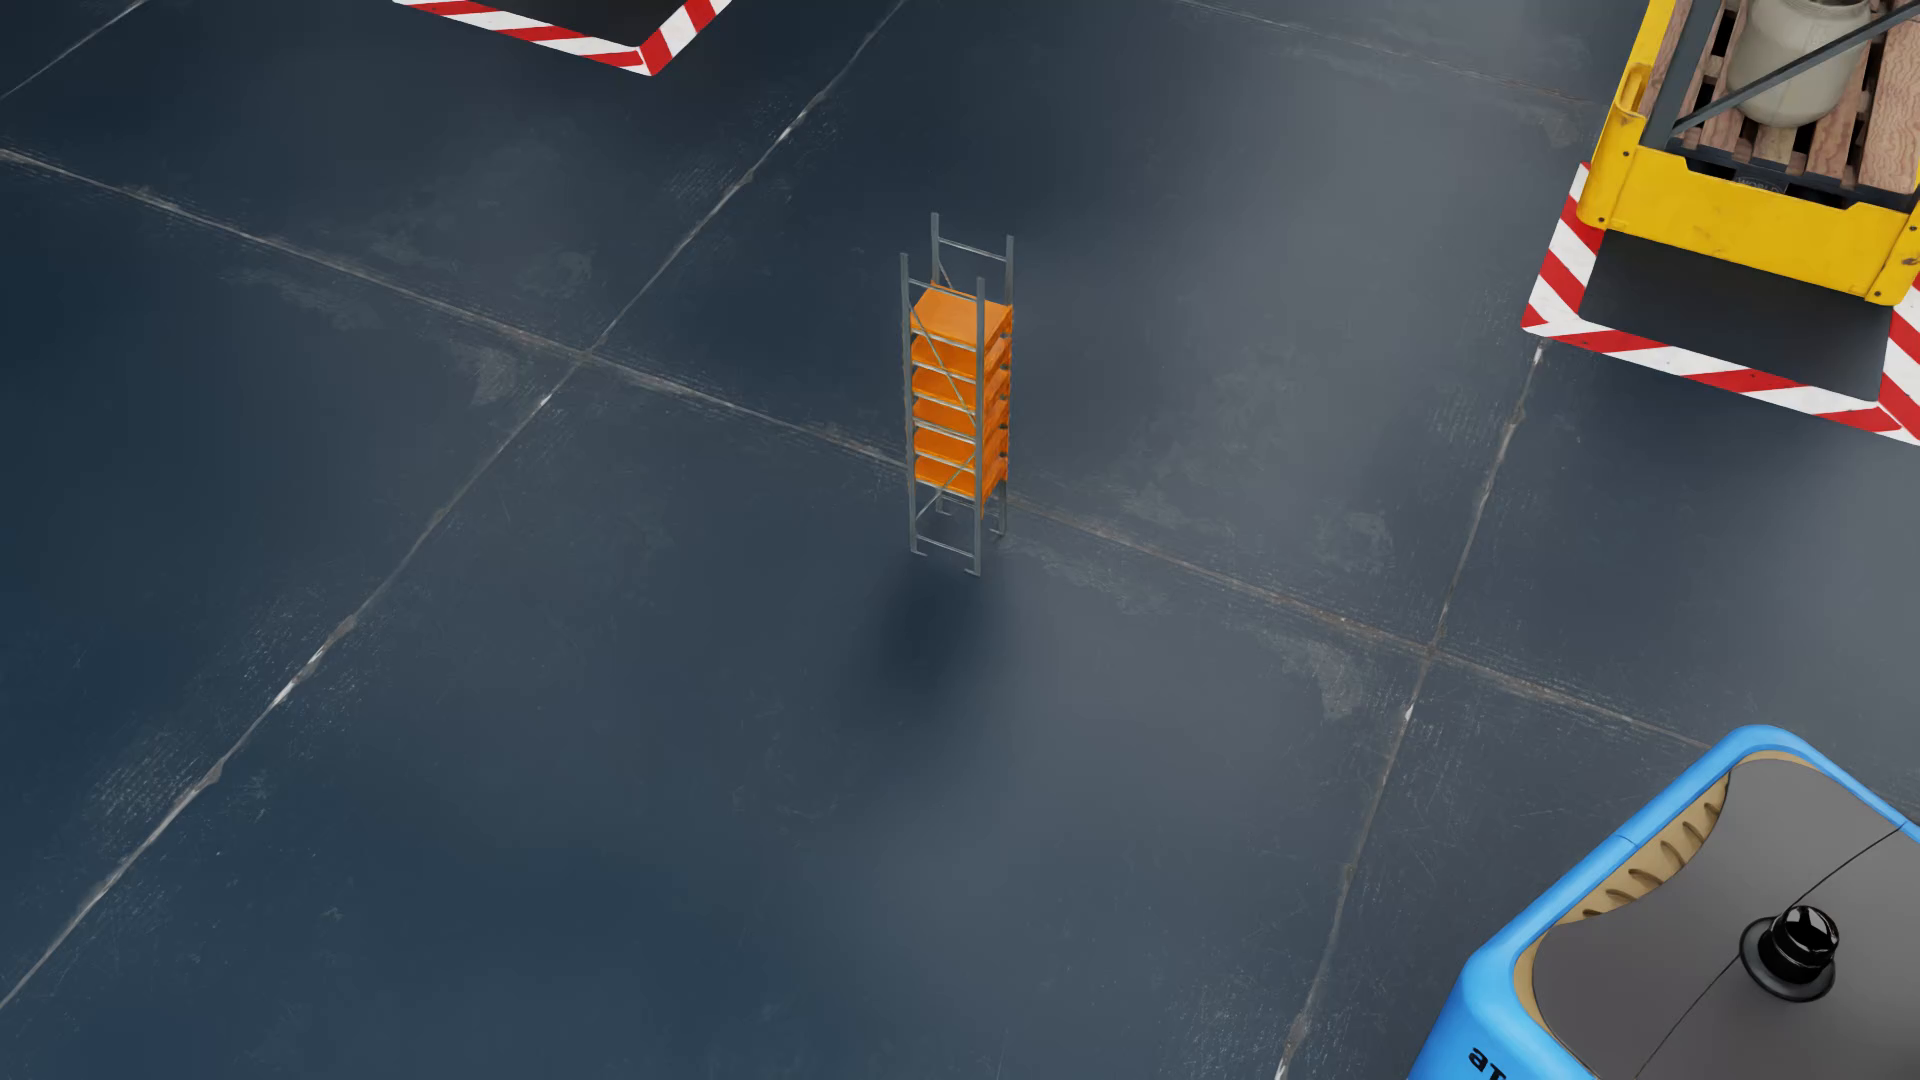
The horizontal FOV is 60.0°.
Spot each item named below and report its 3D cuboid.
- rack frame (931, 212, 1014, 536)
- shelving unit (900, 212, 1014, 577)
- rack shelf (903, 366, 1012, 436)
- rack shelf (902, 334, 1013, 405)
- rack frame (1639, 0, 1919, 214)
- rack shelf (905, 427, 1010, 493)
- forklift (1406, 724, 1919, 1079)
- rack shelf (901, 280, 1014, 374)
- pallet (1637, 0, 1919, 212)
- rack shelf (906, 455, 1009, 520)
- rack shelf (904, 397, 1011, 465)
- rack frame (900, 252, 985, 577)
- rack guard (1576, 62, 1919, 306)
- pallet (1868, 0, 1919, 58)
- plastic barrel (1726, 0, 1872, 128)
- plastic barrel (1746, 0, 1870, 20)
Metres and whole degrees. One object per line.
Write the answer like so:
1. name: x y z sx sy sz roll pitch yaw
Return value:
1. rack frame: 0.033 -0.442 4.838 0.240 1.200 0.006 20 52 16
2. shelving unit: -0.006 -0.379 4.785 0.258 1.200 0.189 20 52 16
3. rack shelf: -0.006 -0.428 4.727 0.258 0.103 0.180 20 52 16
4. rack shelf: -0.006 -0.506 4.636 0.258 0.103 0.180 20 52 16
5. rack frame: 2.923 -2.036 5.013 1.000 3.000 0.127 20 52 16
6. rack shelf: -0.006 -0.272 4.910 0.258 0.103 0.180 20 52 16
7. forklift: 2.245 1.223 2.285 1.130 2.935 3.031 -31 56 -24
8. rack shelf: -0.006 -0.583 4.544 0.258 0.103 0.180 20 52 16
9. pallet: 3.265 -1.758 6.607 1.003 0.211 1.213 20 52 16
10. rack shelf: -0.006 -0.195 5.001 0.258 0.103 0.180 20 52 16
11. rack shelf: -0.006 -0.350 4.818 0.258 0.103 0.180 20 52 16
12. rack frame: -0.045 -0.316 4.731 0.240 1.200 0.006 20 52 16
13. rack guard: 2.913 -1.294 6.023 1.175 0.500 0.348 20 52 16
14. pallet: 3.787 -2.595 7.320 1.003 0.211 1.213 20 52 16
15. plastic barrel: 3.135 -1.844 6.208 0.421 0.512 0.421 0 50 0
16. plastic barrel: 3.349 -2.189 6.501 0.421 0.512 0.421 0 50 0
